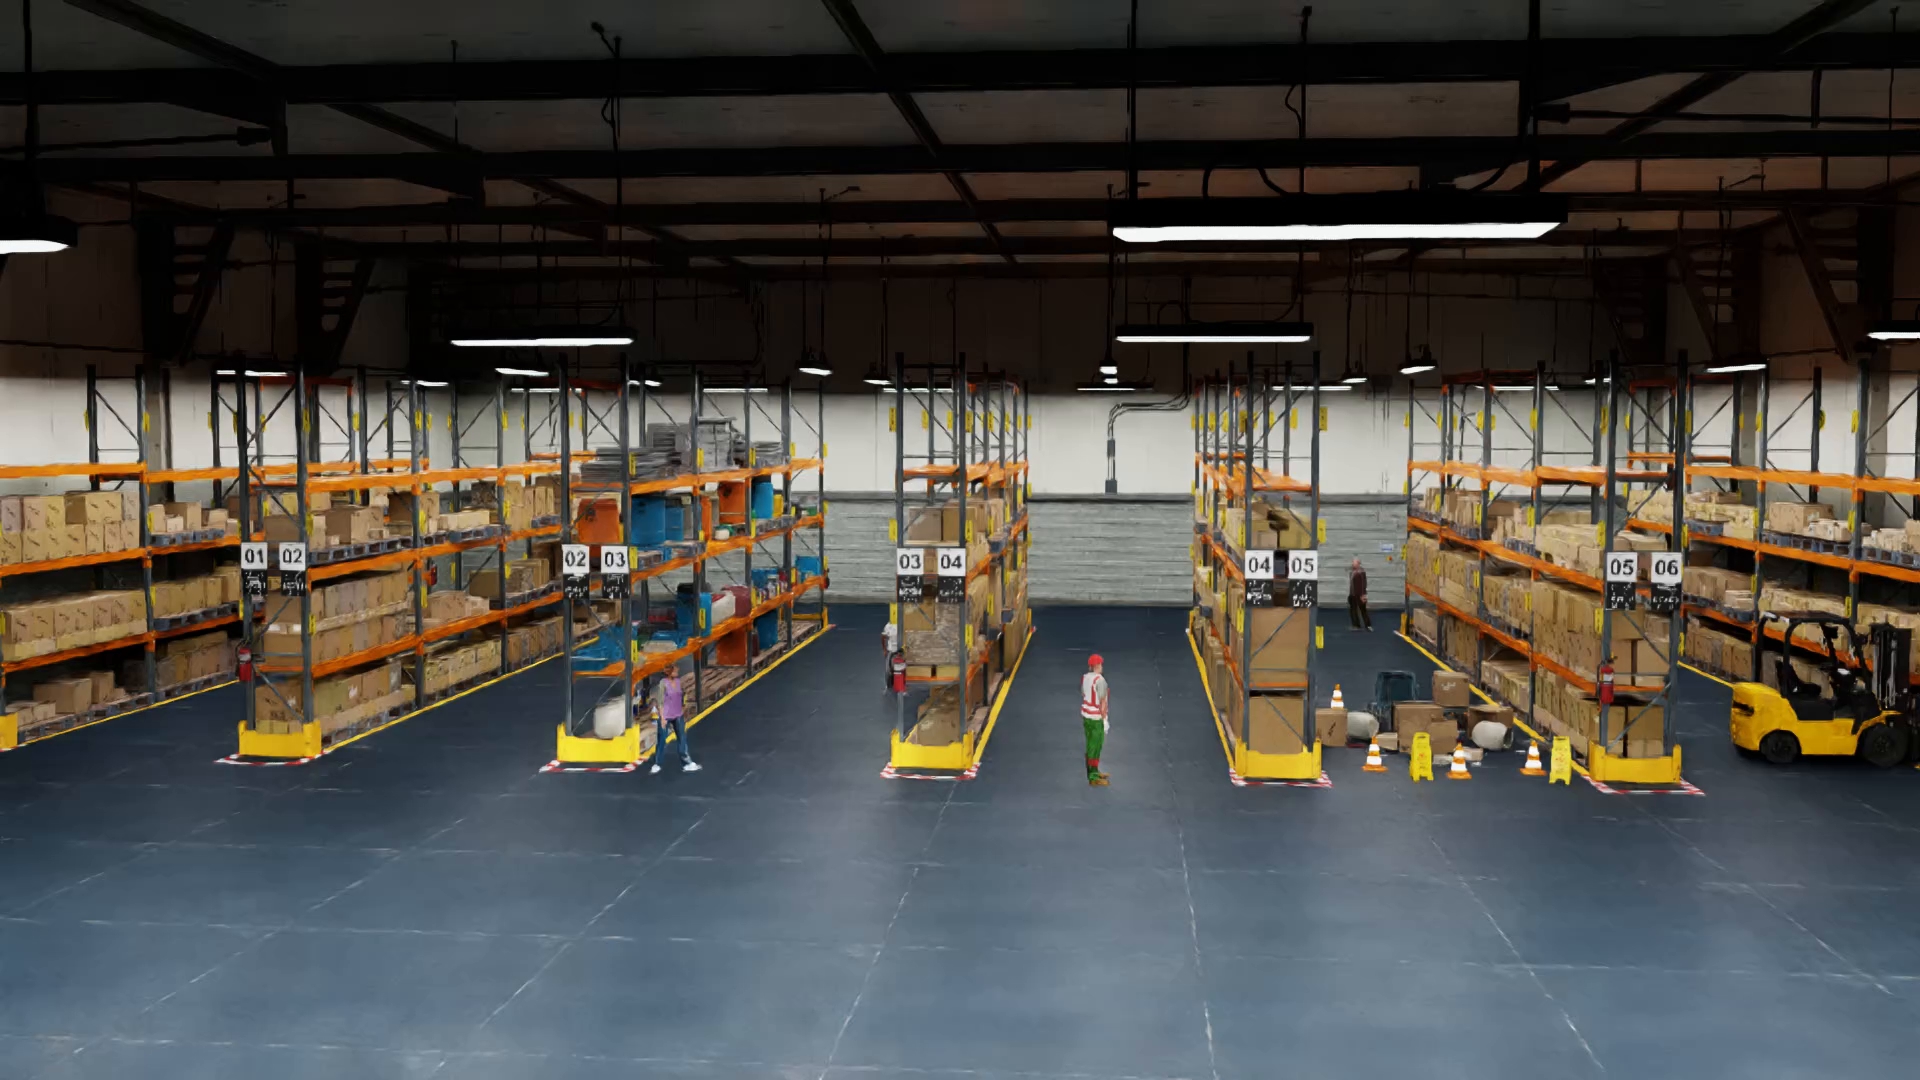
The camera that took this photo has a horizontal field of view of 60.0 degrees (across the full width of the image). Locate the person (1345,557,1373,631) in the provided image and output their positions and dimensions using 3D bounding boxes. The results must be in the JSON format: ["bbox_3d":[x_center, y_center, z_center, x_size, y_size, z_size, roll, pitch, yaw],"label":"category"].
[{"bbox_3d":[9.573,1.393,39.827,0.574,1.576,0.688,-1,4,-20],"label":"person"}]

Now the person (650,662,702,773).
[{"bbox_3d":[-4.084,2.514,23.690,0.531,1.588,0.638,4,6,42],"label":"person"}]

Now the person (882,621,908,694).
[{"bbox_3d":[-1.145,2.032,30.472,0.592,1.629,0.532,0,4,4],"label":"person"}]

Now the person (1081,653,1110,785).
[{"bbox_3d":[1.912,2.458,23.021,0.451,1.783,0.605,-2,4,-24],"label":"person"}]
